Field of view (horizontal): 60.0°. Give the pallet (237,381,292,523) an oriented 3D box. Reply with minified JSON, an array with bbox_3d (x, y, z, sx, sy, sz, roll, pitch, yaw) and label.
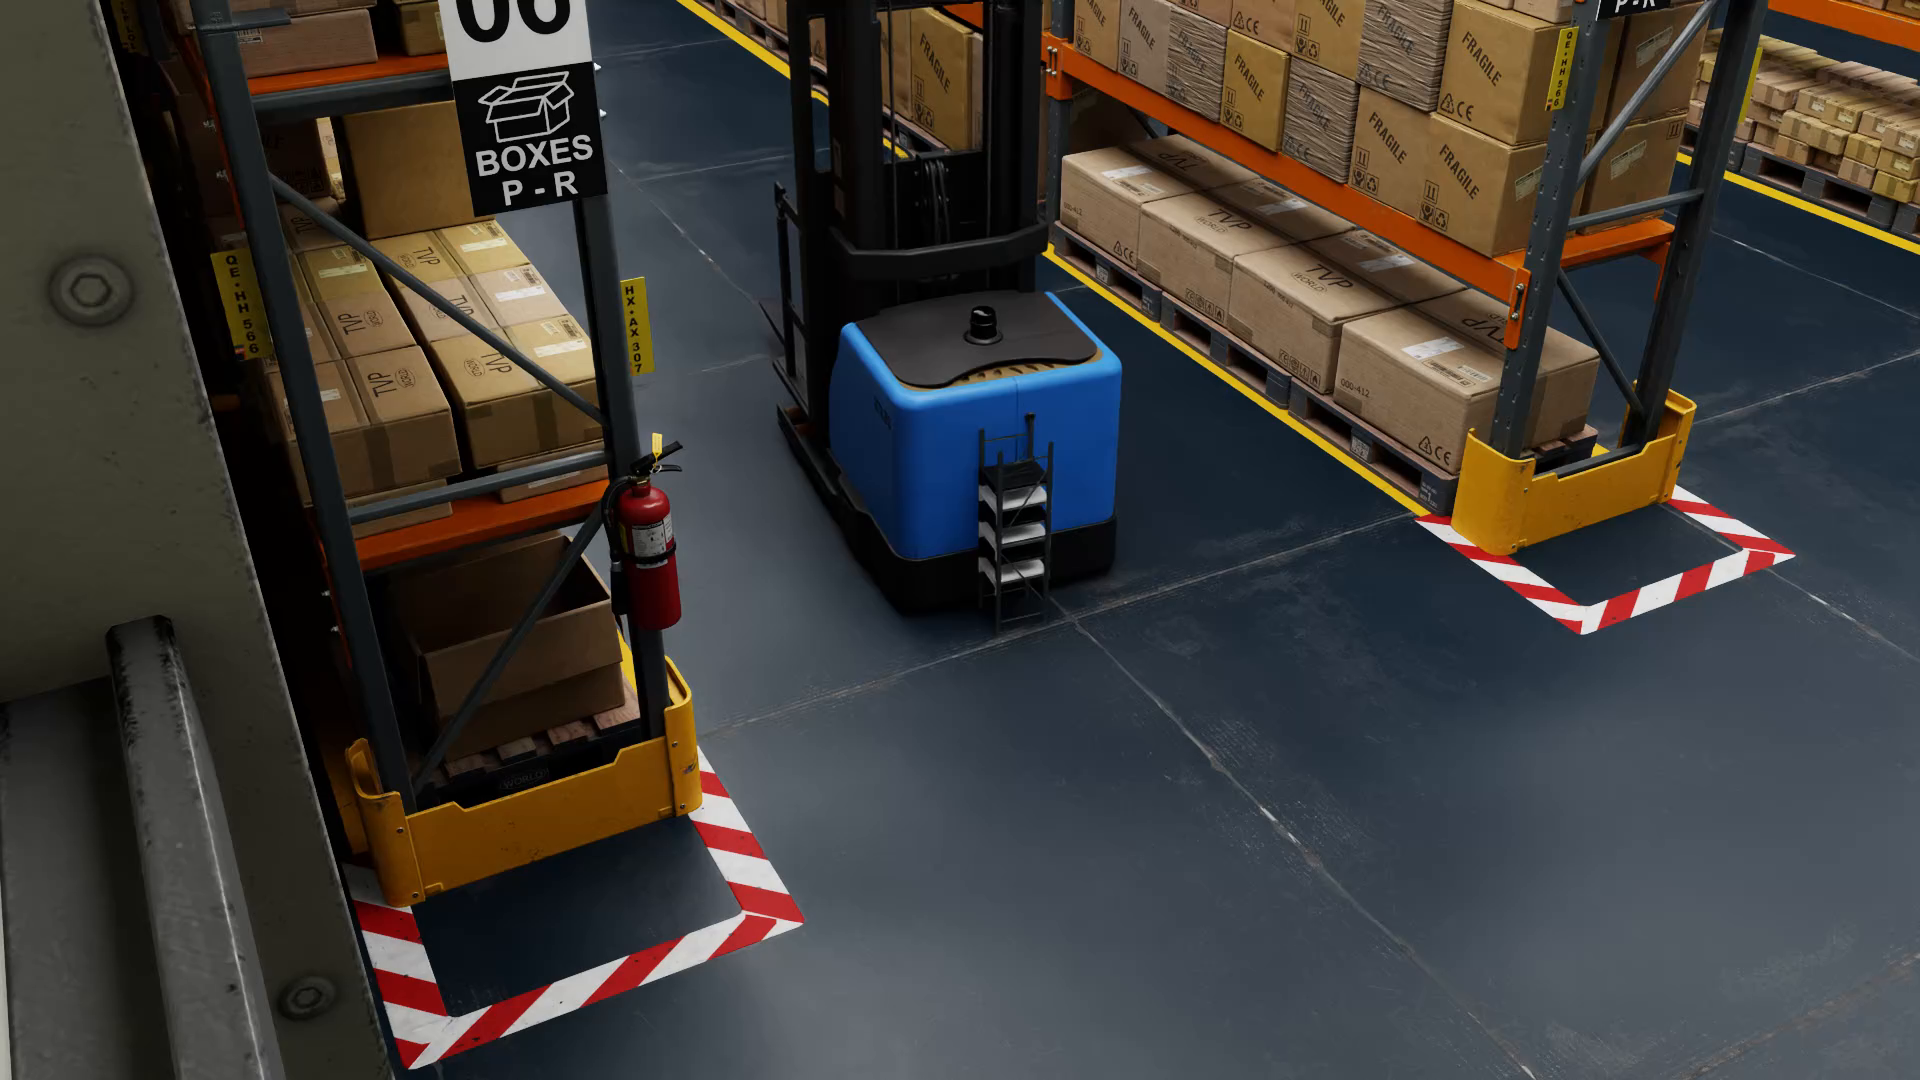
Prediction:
[{"bbox_3d":[-3.049,-0.572,8.468,1.003,0.211,1.213,-16,36,-23],"label":"pallet"}]

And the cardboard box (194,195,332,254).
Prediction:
[{"bbox_3d":[-2.898,-1.348,6.957,0.500,0.250,0.500,-15,36,-22],"label":"cardboard box"}]

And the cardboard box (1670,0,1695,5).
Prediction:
[{"bbox_3d":[2.965,-2.391,7.101,0.380,0.149,0.250,-15,36,-22],"label":"cardboard box"}]

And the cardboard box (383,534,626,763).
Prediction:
[{"bbox_3d":[-1.705,0.393,6.301,0.797,0.503,0.637,-17,37,-25],"label":"cardboard box"}]

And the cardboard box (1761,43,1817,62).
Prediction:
[{"bbox_3d":[6.025,-3.512,12.173,0.380,0.149,0.250,-16,36,-24],"label":"cardboard box"}]

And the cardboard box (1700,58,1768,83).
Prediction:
[{"bbox_3d":[5.567,-3.374,11.957,0.380,0.149,0.250,-16,36,-24],"label":"cardboard box"}]

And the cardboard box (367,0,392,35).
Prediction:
[{"bbox_3d":[-1.592,-1.652,5.020,0.380,0.149,0.250,-15,36,-22],"label":"cardboard box"}]

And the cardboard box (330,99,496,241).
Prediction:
[{"bbox_3d":[-2.177,-1.544,6.567,0.500,0.500,0.500,-15,36,-22],"label":"cardboard box"}]

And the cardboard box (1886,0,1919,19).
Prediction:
[{"bbox_3d":[6.155,-3.447,10.603,0.380,0.149,0.250,-15,36,-22],"label":"cardboard box"}]

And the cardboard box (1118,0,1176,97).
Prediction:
[{"bbox_3d":[1.239,-2.836,9.323,0.500,0.500,0.500,-16,36,-23],"label":"cardboard box"}]

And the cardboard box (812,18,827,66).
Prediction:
[{"bbox_3d":[-0.596,-4.166,13.071,0.875,0.875,0.875,-16,36,-24],"label":"cardboard box"}]

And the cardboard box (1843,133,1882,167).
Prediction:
[{"bbox_3d":[6.119,-2.610,11.040,0.380,0.149,0.250,-14,35,-21],"label":"cardboard box"}]

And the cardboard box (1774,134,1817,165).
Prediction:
[{"bbox_3d":[5.879,-2.731,11.505,0.380,0.149,0.250,-17,36,-24],"label":"cardboard box"}]

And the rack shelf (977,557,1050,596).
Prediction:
[{"bbox_3d":[0.229,0.133,7.124,0.258,0.077,0.200,-12,34,-17],"label":"rack shelf"}]

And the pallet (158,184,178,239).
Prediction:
[{"bbox_3d":[-4.919,-2.444,11.388,1.003,0.211,1.213,-16,36,-23],"label":"pallet"}]

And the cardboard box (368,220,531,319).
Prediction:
[{"bbox_3d":[-1.952,-0.994,6.404,0.500,0.250,0.500,-17,36,-24],"label":"cardboard box"}]

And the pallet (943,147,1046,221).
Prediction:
[{"bbox_3d":[0.594,-2.500,11.476,1.003,0.211,1.213,-16,36,-23],"label":"pallet"}]

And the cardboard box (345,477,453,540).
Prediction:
[{"bbox_3d":[-1.896,-0.151,5.457,0.380,0.149,0.250,-16,36,-24],"label":"cardboard box"}]

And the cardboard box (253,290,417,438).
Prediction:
[{"bbox_3d":[-2.192,-0.627,5.831,0.500,0.250,0.500,-16,36,-23],"label":"cardboard box"}]

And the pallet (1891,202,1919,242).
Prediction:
[{"bbox_3d":[6.835,-1.968,10.646,1.003,0.211,1.213,-16,36,-23],"label":"pallet"}]

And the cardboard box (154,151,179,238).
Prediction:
[{"bbox_3d":[-4.576,-2.102,10.198,0.500,0.500,0.500,-17,36,-25],"label":"cardboard box"}]

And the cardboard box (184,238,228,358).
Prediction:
[{"bbox_3d":[-3.859,-1.359,9.038,0.500,0.500,0.500,-16,36,-23],"label":"cardboard box"}]

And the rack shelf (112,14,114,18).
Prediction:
[{"bbox_3d":[-6.166,-4.635,12.891,1.077,0.370,4.000,-16,36,-23],"label":"rack shelf"}]

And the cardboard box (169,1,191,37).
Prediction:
[{"bbox_3d":[-2.175,-1.644,5.007,0.380,0.149,0.250,-15,36,-22],"label":"cardboard box"}]

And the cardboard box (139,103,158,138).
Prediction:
[{"bbox_3d":[-4.935,-2.669,10.481,0.380,0.149,0.250,-18,37,-25],"label":"cardboard box"}]

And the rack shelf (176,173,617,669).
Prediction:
[{"bbox_3d":[-2.436,-0.817,6.932,1.077,0.370,4.000,-16,36,-23],"label":"rack shelf"}]

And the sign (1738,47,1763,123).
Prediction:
[{"bbox_3d":[3.379,-1.951,7.158,0.100,0.325,0.005,-16,36,-23],"label":"sign"}]

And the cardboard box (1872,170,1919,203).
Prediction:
[{"bbox_3d":[6.230,-2.350,10.911,0.380,0.149,0.250,-18,37,-25],"label":"cardboard box"}]

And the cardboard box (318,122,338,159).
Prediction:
[{"bbox_3d":[-2.669,-1.720,7.537,0.500,0.250,0.500,-16,36,-23],"label":"cardboard box"}]

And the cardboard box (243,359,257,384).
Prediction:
[{"bbox_3d":[-2.561,-0.750,6.392,0.380,0.149,0.250,-16,36,-23],"label":"cardboard box"}]

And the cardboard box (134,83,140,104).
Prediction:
[{"bbox_3d":[-5.285,-2.836,11.344,0.500,0.500,0.500,-15,35,-21],"label":"cardboard box"}]

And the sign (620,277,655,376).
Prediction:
[{"bbox_3d":[-1.024,-0.667,5.227,0.100,0.325,0.005,-16,36,-23],"label":"sign"}]

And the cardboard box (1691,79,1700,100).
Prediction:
[{"bbox_3d":[5.436,-3.368,12.224,0.380,0.149,0.250,-16,36,-23],"label":"cardboard box"}]

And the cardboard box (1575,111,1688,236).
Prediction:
[{"bbox_3d":[2.916,-1.759,7.643,0.500,0.500,0.500,-16,36,-23],"label":"cardboard box"}]

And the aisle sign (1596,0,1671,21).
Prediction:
[{"bbox_3d":[2.645,-2.398,6.323,0.394,0.787,0.004,-16,36,-23],"label":"aisle sign"}]

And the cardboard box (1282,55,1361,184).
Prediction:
[{"bbox_3d":[1.957,-2.108,8.187,0.500,0.500,0.500,-15,36,-22],"label":"cardboard box"}]

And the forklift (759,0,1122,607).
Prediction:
[{"bbox_3d":[-0.296,-1.731,7.755,1.130,2.935,3.031,-12,34,-17],"label":"forklift"}]

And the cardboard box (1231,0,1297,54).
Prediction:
[{"bbox_3d":[1.720,-2.769,8.291,0.500,0.500,0.500,-16,36,-23],"label":"cardboard box"}]

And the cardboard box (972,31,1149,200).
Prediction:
[{"bbox_3d":[0.661,-2.883,11.069,0.875,0.875,0.875,-15,35,-22],"label":"cardboard box"}]

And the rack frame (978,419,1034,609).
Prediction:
[{"bbox_3d":[0.193,-0.098,7.089,0.240,0.900,0.006,-12,34,-17],"label":"rack frame"}]

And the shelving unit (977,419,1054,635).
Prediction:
[{"bbox_3d":[0.229,-0.047,7.009,0.258,0.900,0.210,-12,34,-17],"label":"shelving unit"}]

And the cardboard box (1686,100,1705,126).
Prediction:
[{"bbox_3d":[5.524,-3.107,12.093,0.380,0.149,0.250,-16,36,-23],"label":"cardboard box"}]

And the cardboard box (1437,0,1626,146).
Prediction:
[{"bbox_3d":[2.450,-2.049,7.168,0.500,0.500,0.500,-15,35,-22],"label":"cardboard box"}]

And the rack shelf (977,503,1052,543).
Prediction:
[{"bbox_3d":[0.229,-0.095,6.978,0.258,0.077,0.200,-12,34,-17],"label":"rack shelf"}]

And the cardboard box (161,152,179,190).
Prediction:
[{"bbox_3d":[-4.437,-2.182,9.722,0.380,0.149,0.250,-15,36,-22],"label":"cardboard box"}]

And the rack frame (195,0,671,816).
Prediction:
[{"bbox_3d":[-1.504,-0.166,5.248,1.000,3.000,0.127,-16,36,-23],"label":"rack frame"}]

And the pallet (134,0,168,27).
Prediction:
[{"bbox_3d":[-4.856,-3.597,10.781,1.213,0.211,1.003,-16,36,-23],"label":"pallet"}]

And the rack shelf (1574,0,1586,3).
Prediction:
[{"bbox_3d":[1.953,-3.331,8.074,1.077,0.370,4.000,-16,36,-23],"label":"rack shelf"}]

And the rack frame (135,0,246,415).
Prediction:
[{"bbox_3d":[-3.369,-2.075,8.227,1.000,3.000,0.127,-16,36,-23],"label":"rack frame"}]

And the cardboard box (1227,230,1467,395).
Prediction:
[{"bbox_3d":[2.055,-1.238,8.908,0.875,0.438,0.875,-15,36,-22],"label":"cardboard box"}]

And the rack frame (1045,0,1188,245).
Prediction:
[{"bbox_3d":[1.021,-3.325,10.179,1.000,3.000,0.127,-16,36,-23],"label":"rack frame"}]

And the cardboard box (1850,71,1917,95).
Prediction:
[{"bbox_3d":[6.422,-3.137,11.587,0.380,0.149,0.250,-17,36,-25],"label":"cardboard box"}]

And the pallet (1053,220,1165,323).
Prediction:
[{"bbox_3d":[1.306,-1.768,10.334,1.003,0.211,1.213,-16,36,-23],"label":"pallet"}]

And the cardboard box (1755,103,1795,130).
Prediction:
[{"bbox_3d":[5.812,-2.994,11.641,0.380,0.149,0.250,-14,35,-21],"label":"cardboard box"}]

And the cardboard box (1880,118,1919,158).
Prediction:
[{"bbox_3d":[6.208,-2.605,10.757,0.380,0.149,0.250,-15,35,-21],"label":"cardboard box"}]

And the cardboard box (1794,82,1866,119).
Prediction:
[{"bbox_3d":[5.956,-3.004,11.380,0.380,0.149,0.250,-17,37,-25],"label":"cardboard box"}]

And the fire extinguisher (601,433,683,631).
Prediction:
[{"bbox_3d":[-1.026,-0.022,5.441,0.296,0.674,0.183,-16,36,-23],"label":"fire extinguisher"}]

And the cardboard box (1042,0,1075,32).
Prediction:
[{"bbox_3d":[0.588,-3.412,10.455,0.500,0.250,0.500,-17,36,-24],"label":"cardboard box"}]

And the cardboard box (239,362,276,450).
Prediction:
[{"bbox_3d":[-3.270,-0.745,8.255,0.500,0.311,0.500,-15,35,-21],"label":"cardboard box"}]
